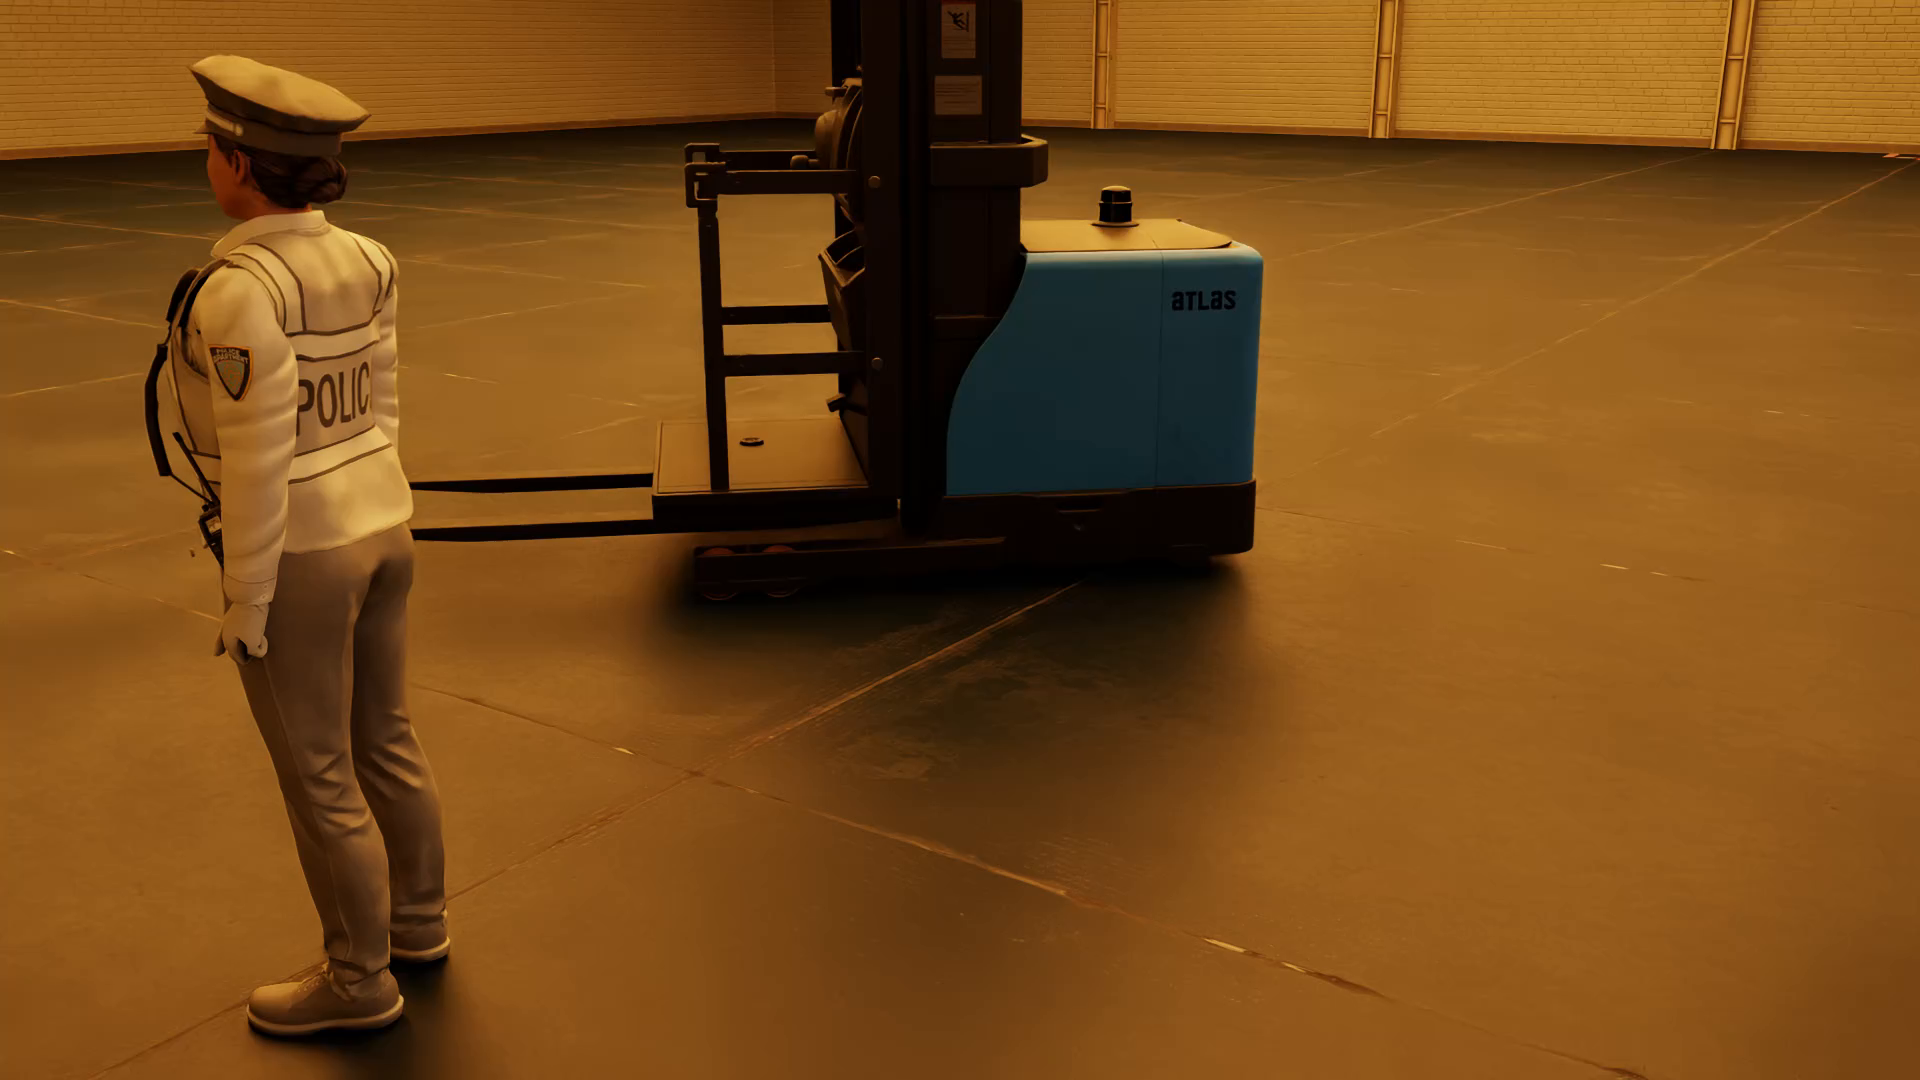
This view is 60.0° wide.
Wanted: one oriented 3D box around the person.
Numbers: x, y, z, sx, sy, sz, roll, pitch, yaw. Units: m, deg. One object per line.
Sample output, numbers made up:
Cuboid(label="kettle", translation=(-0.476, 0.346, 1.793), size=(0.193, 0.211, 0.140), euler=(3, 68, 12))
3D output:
Cuboid(label="person", translation=(-1.129, 0.038, 2.880), size=(0.341, 1.693, 0.461), euler=(3, 17, 11))

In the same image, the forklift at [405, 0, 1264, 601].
Cuboid(label="forklift", translation=(-0.571, -1.373, 5.423), size=(3.031, 2.935, 1.130), euler=(-3, 17, -9))
